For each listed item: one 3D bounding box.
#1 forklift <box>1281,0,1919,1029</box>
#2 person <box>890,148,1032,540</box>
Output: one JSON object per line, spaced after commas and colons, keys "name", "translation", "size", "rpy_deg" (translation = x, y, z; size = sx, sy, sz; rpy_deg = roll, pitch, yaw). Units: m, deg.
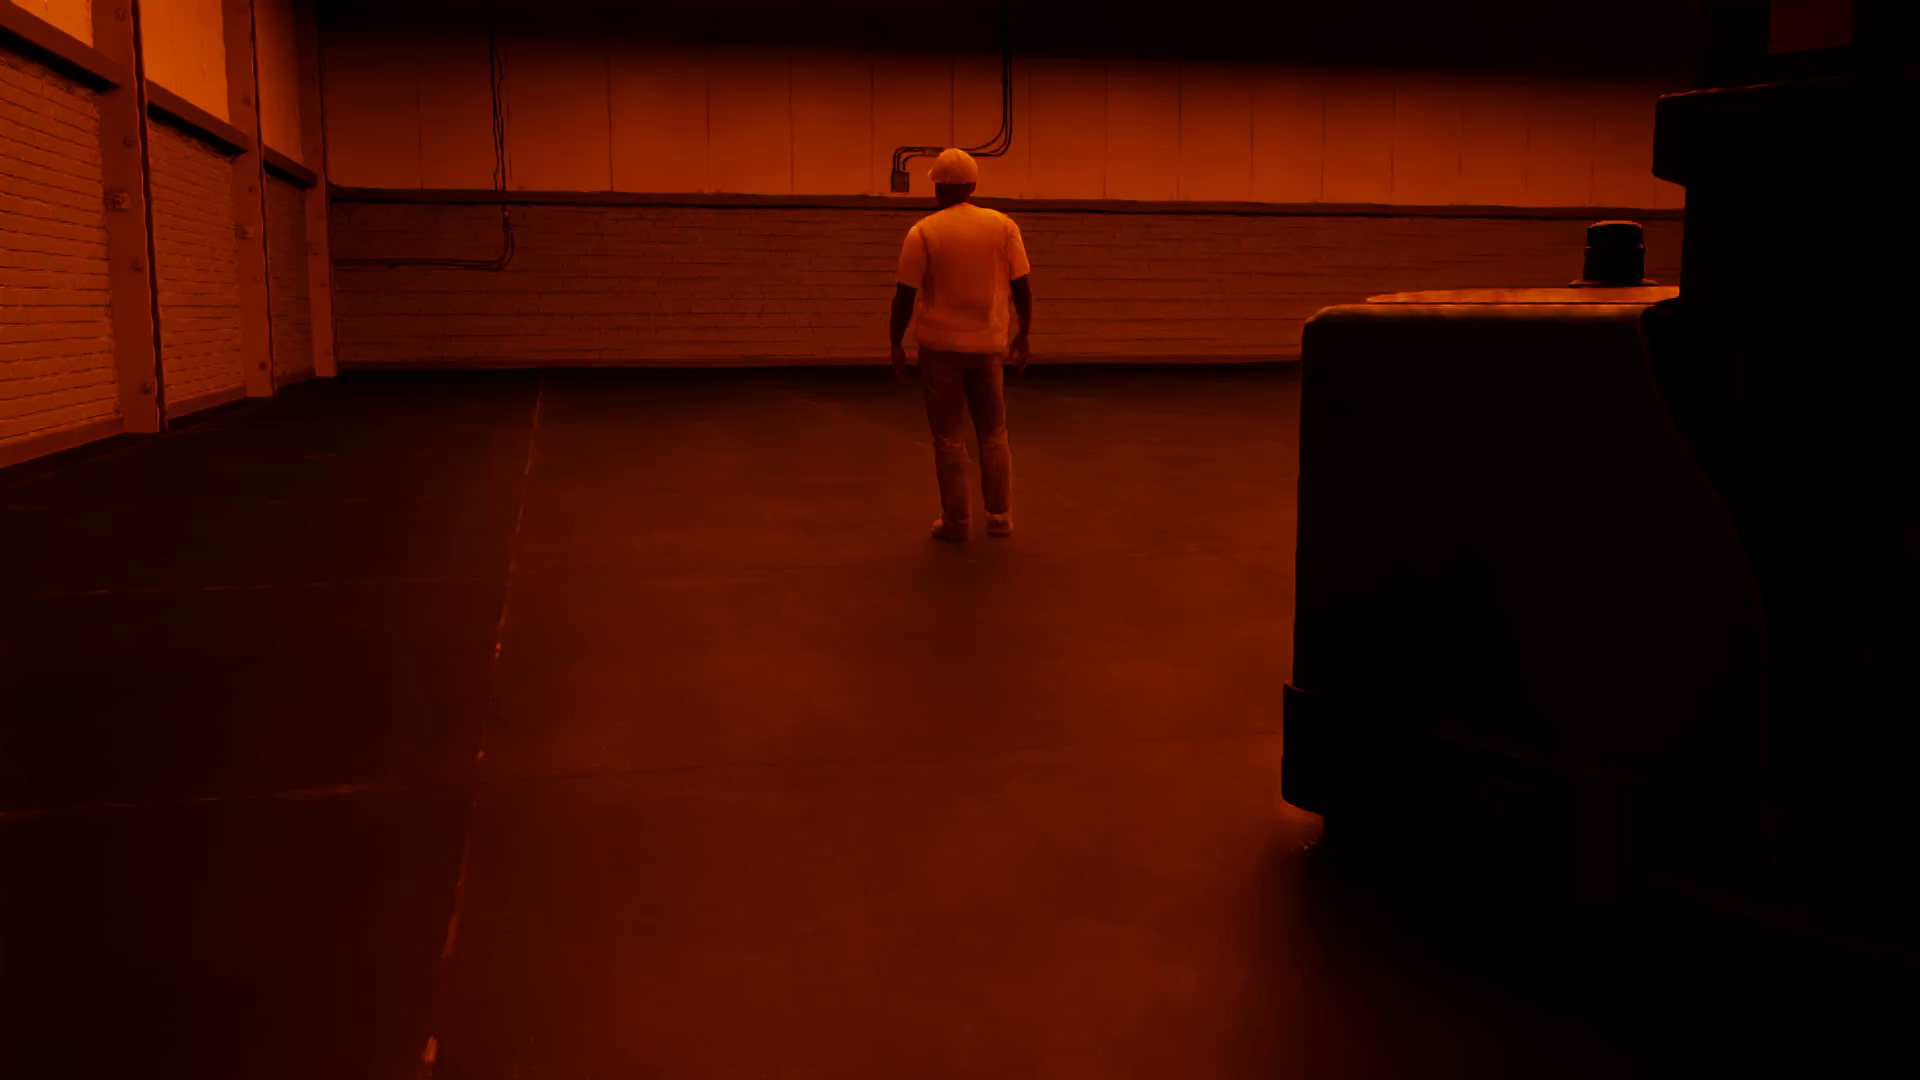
{"name": "forklift", "translation": [1.895, -0.720, 2.285], "size": [1.130, 2.935, 3.031], "rpy_deg": [-5, 10, -33]}
{"name": "person", "translation": [-0.011, -0.891, 7.652], "size": [0.665, 1.766, 0.576], "rpy_deg": [-2, 8, -13]}
